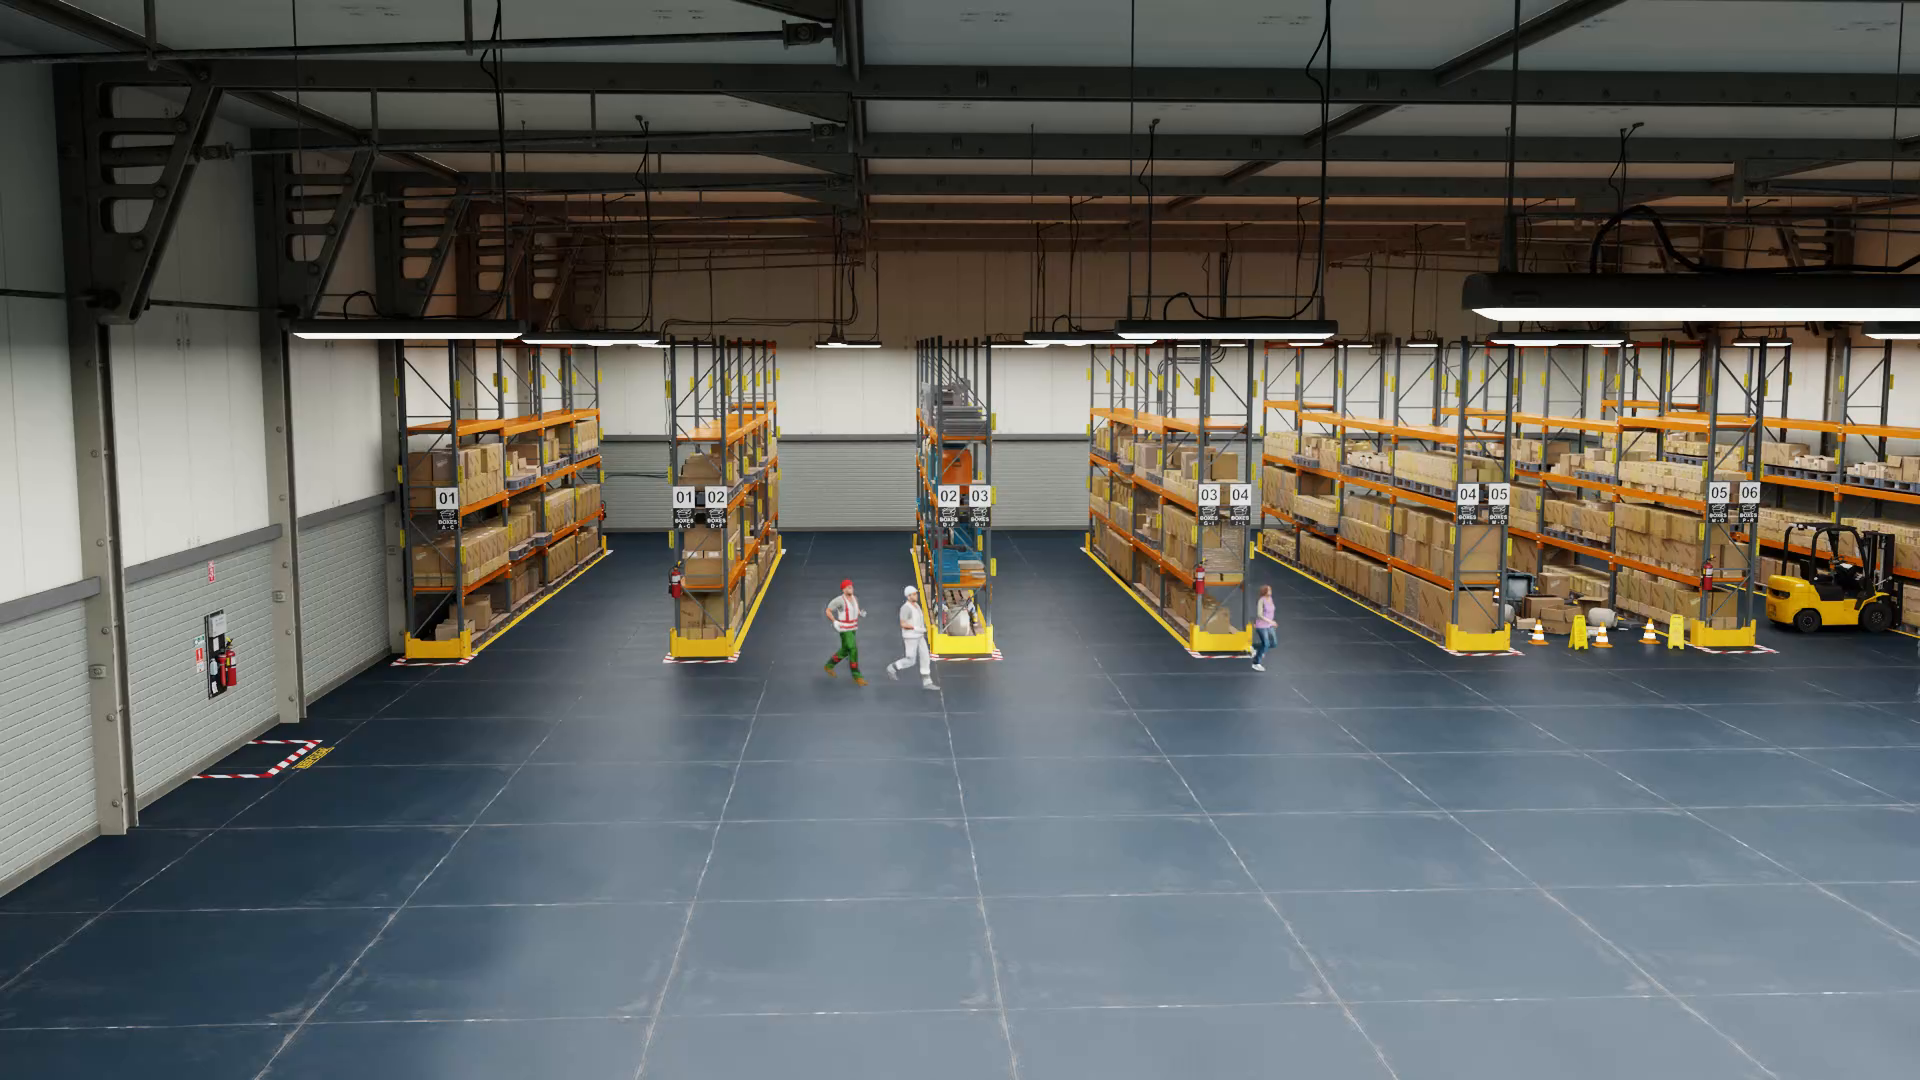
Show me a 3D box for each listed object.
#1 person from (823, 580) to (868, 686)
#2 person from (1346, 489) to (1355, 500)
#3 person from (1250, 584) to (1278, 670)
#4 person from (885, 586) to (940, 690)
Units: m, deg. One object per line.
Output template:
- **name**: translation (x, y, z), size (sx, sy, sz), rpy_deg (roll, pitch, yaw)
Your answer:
- **person**: translation (-1.957, 1.571, 28.717), size (0.928, 1.804, 0.633), rpy_deg (3, 7, 28)
- **person**: translation (11.580, -0.695, 49.297), size (0.632, 1.627, 0.617), rpy_deg (-1, 7, -10)
- **person**: translation (5.494, 1.569, 29.935), size (0.604, 1.565, 0.578), rpy_deg (5, 8, 37)
- **person**: translation (-0.790, 1.651, 28.132), size (0.993, 1.760, 0.672), rpy_deg (3, 7, 25)
